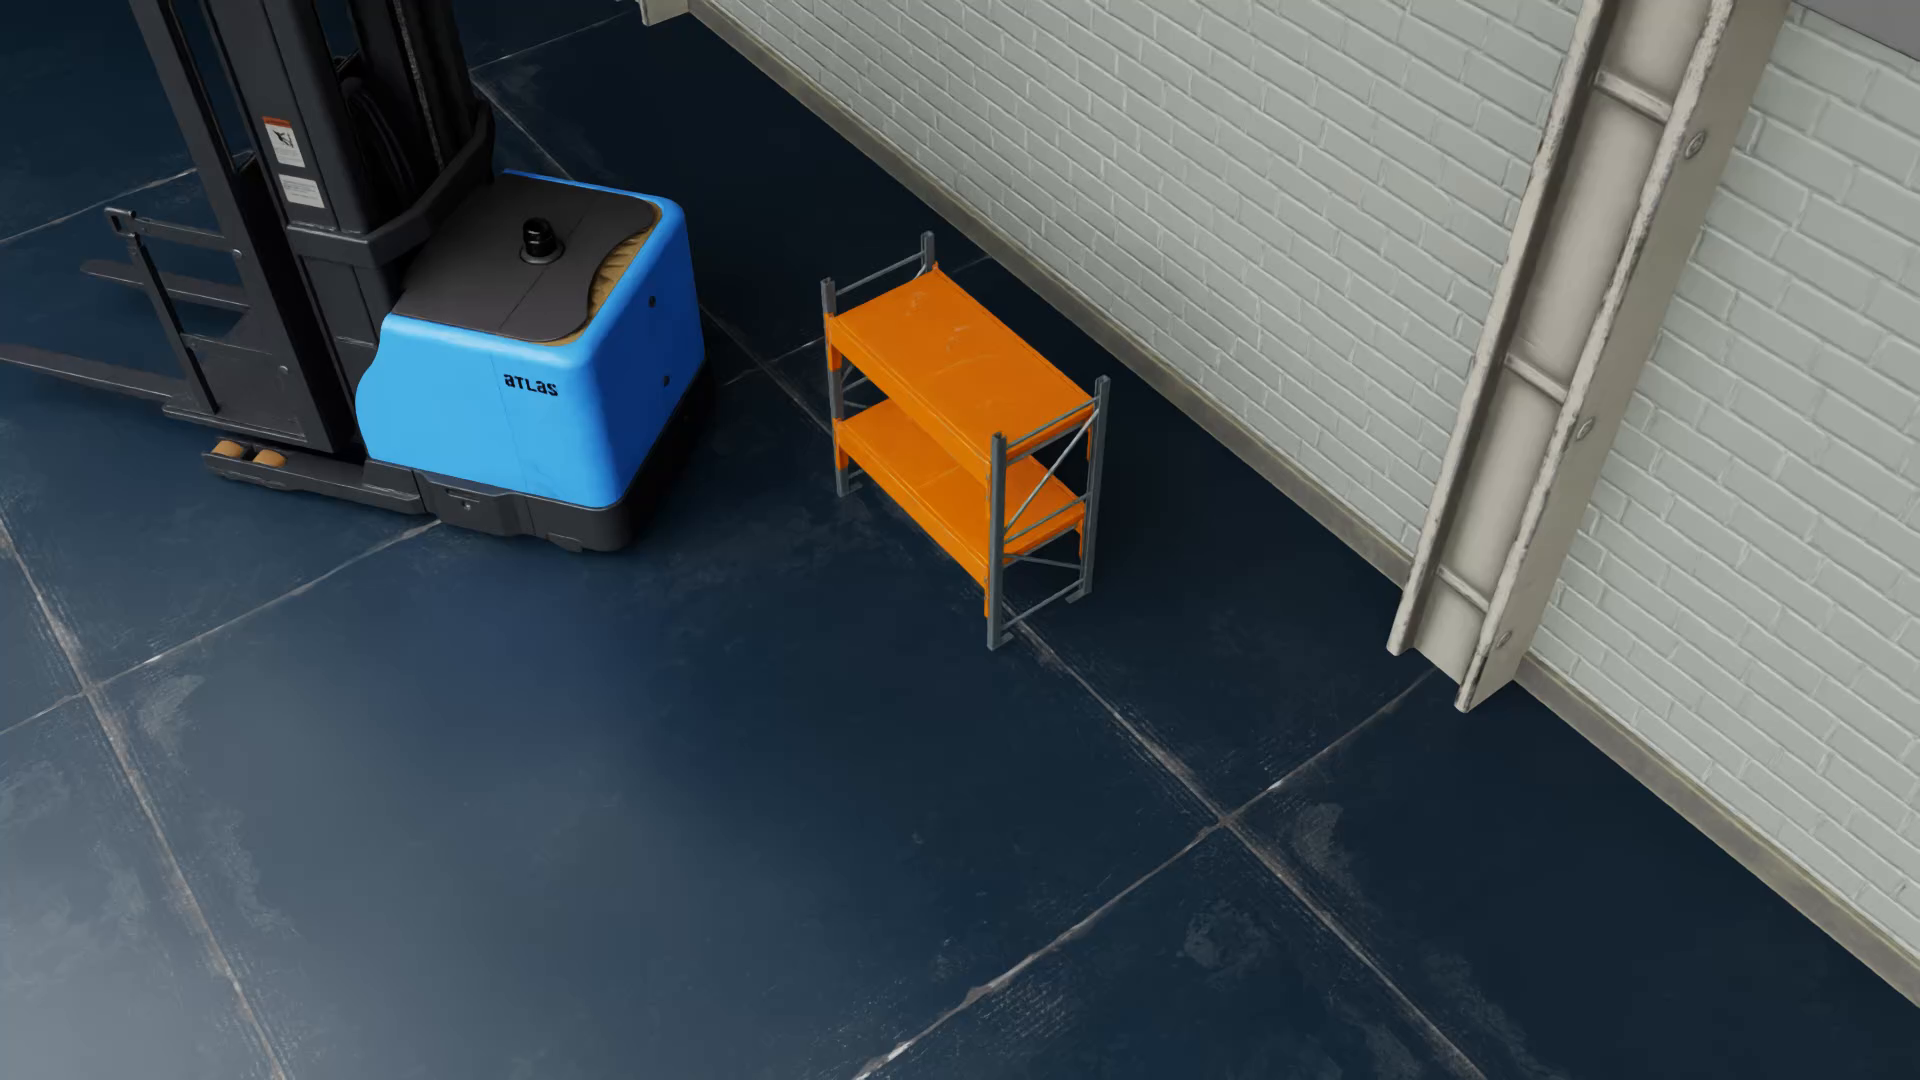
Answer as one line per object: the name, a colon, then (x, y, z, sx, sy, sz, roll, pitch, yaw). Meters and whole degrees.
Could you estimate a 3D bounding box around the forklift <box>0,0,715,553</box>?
forklift: (-2.638, -1.560, 6.185, 3.031, 2.935, 1.130, 12, 49, 11)

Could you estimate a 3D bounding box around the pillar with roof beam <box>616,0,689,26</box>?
pillar with roof beam: (-5.187, -4.170, 4.455, 9.100, 9.000, 0.400, -29, 54, -24)

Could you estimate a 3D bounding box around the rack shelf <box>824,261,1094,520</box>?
rack shelf: (0.004, -0.570, 6.112, 0.538, 0.278, 1.000, -29, 54, -24)

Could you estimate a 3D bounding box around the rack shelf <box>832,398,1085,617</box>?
rack shelf: (0.004, -0.210, 6.510, 0.538, 0.278, 1.000, -29, 54, -24)

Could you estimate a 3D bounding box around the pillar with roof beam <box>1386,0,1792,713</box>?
pillar with roof beam: (-1.554, -0.632, 1.248, 9.100, 9.000, 0.400, -29, 54, -24)

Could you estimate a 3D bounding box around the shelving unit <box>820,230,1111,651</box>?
shelving unit: (0.004, -0.374, 6.328, 0.538, 1.125, 1.048, -29, 54, -24)

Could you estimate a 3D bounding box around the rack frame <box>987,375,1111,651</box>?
rack frame: (0.312, -0.074, 6.057, 0.500, 1.125, 0.032, -29, 54, -24)

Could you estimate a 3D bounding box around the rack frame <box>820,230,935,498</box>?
rack frame: (-0.304, -0.674, 6.600, 0.500, 1.125, 0.032, -29, 54, -24)
